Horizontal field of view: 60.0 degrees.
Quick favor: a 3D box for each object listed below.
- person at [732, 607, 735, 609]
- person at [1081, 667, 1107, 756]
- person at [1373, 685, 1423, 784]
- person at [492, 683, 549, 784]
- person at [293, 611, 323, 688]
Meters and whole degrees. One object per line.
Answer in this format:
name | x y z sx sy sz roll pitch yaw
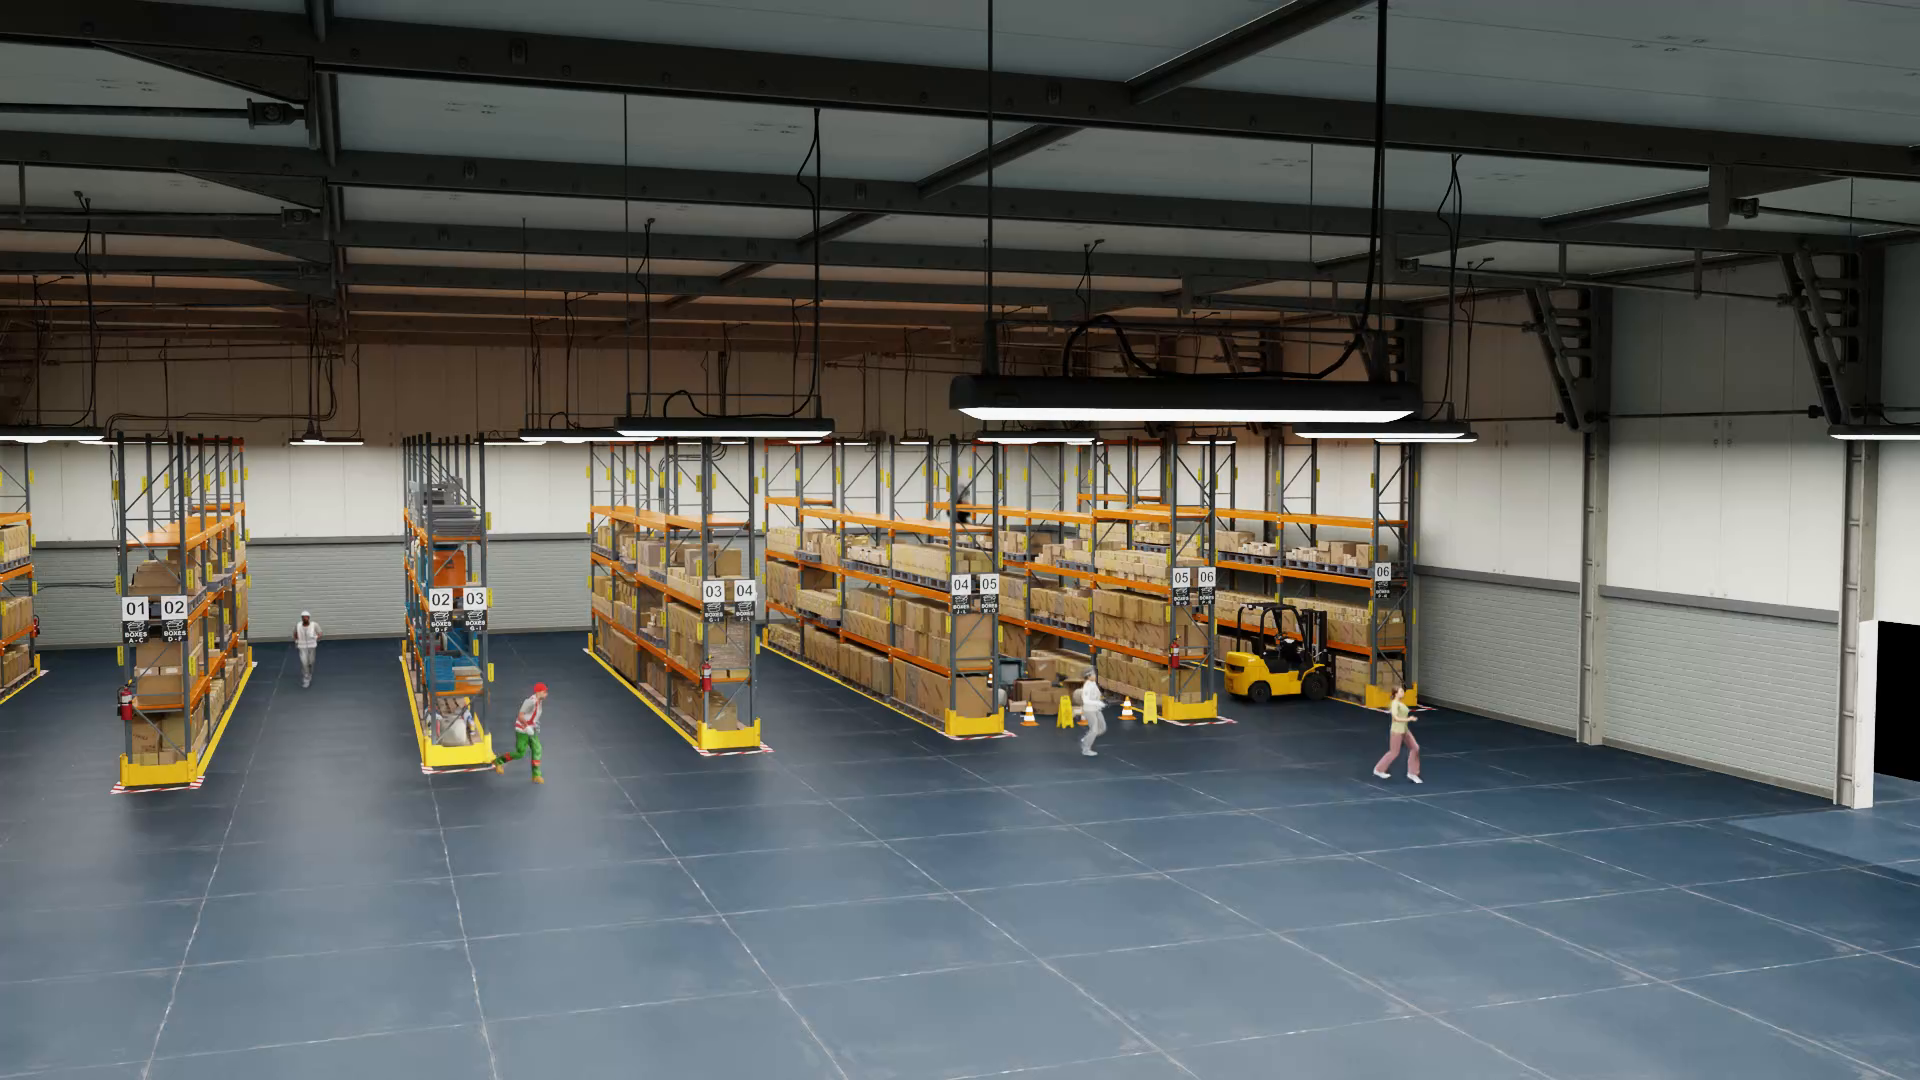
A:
person | -6.362 2.154 48.706 0.770 1.744 0.866 2 4 38
person | 2.489 3.177 30.850 0.529 1.654 0.516 1 3 24
person | 7.520 3.323 28.496 0.825 1.698 0.578 2 4 31
person | -7.514 3.304 28.479 1.020 1.728 0.677 0 3 1
person | -15.698 2.608 40.046 0.665 1.797 0.926 -1 3 -22
